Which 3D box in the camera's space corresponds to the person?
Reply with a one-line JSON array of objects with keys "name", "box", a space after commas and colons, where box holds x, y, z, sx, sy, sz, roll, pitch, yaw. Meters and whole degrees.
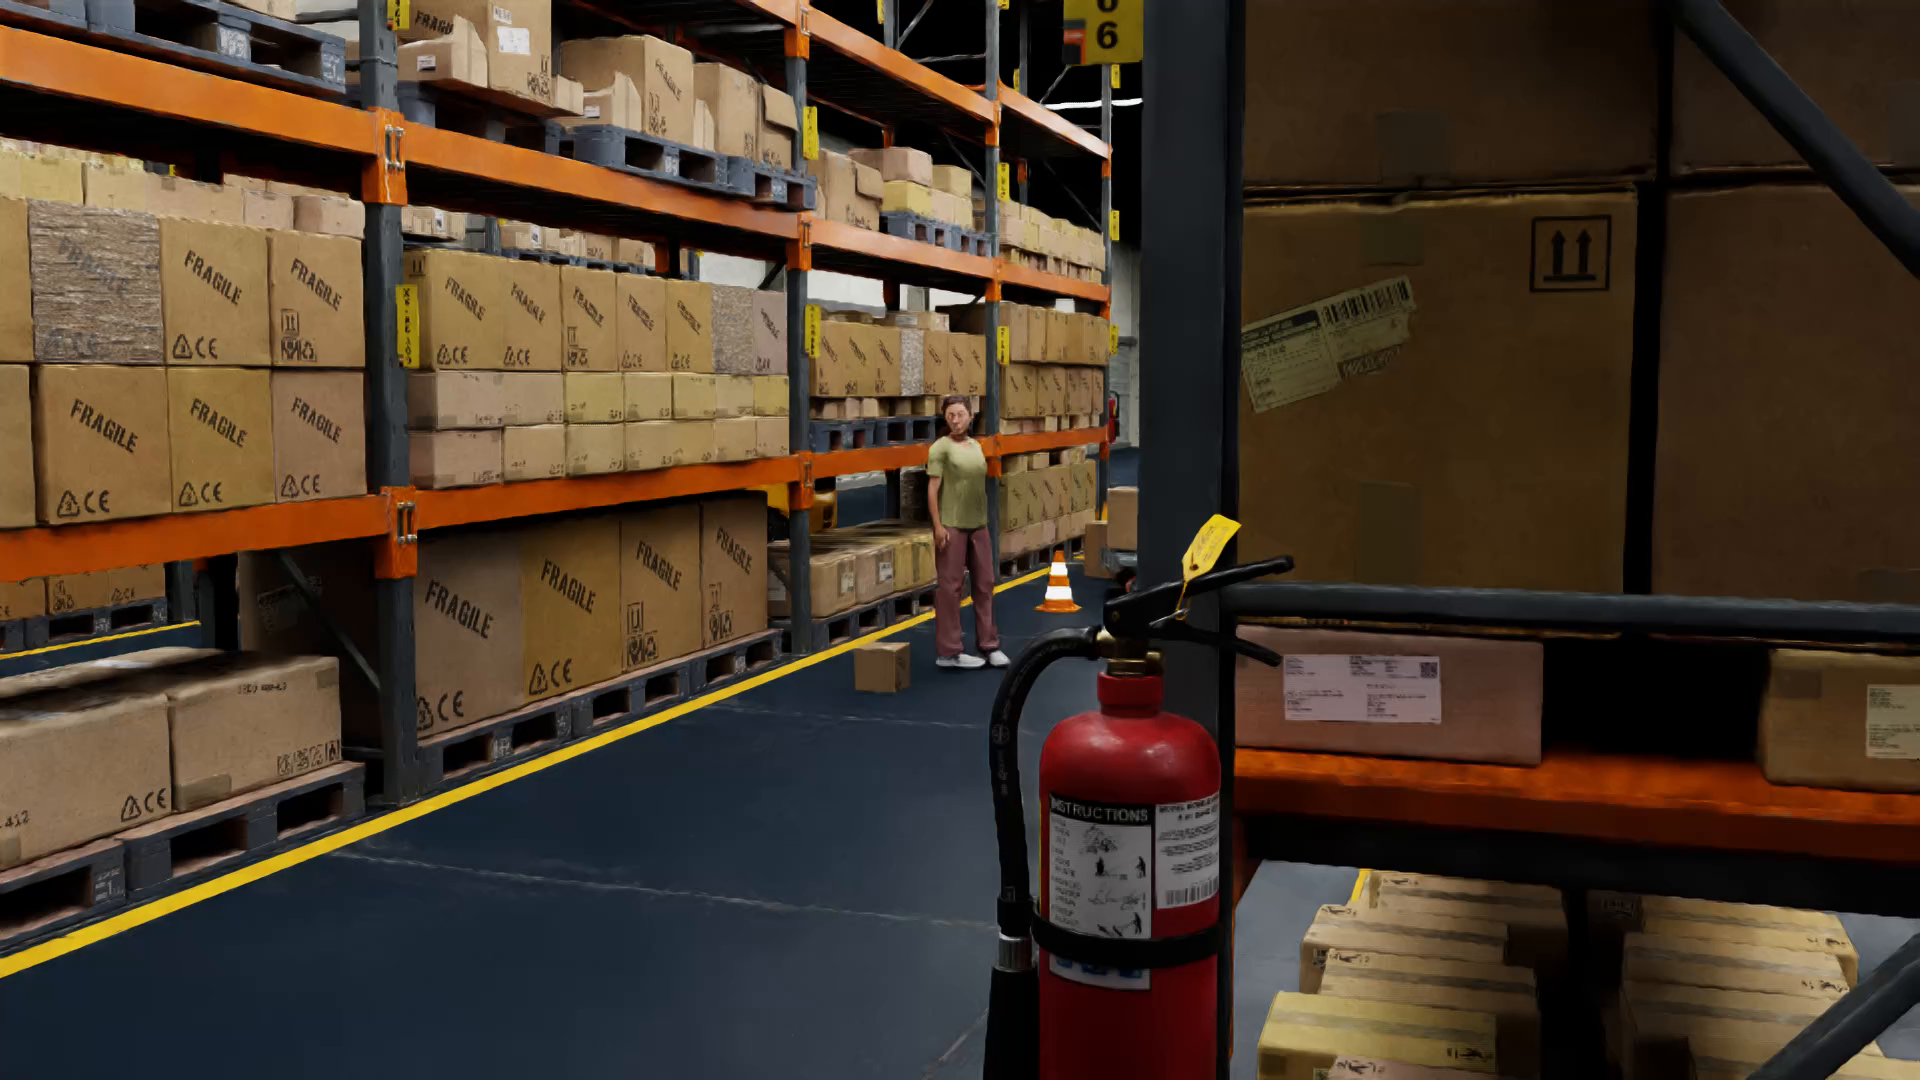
[{"name": "person", "box": [0.044, -0.061, 10.231, 0.478, 1.678, 0.486, -4, 7, -39]}]
